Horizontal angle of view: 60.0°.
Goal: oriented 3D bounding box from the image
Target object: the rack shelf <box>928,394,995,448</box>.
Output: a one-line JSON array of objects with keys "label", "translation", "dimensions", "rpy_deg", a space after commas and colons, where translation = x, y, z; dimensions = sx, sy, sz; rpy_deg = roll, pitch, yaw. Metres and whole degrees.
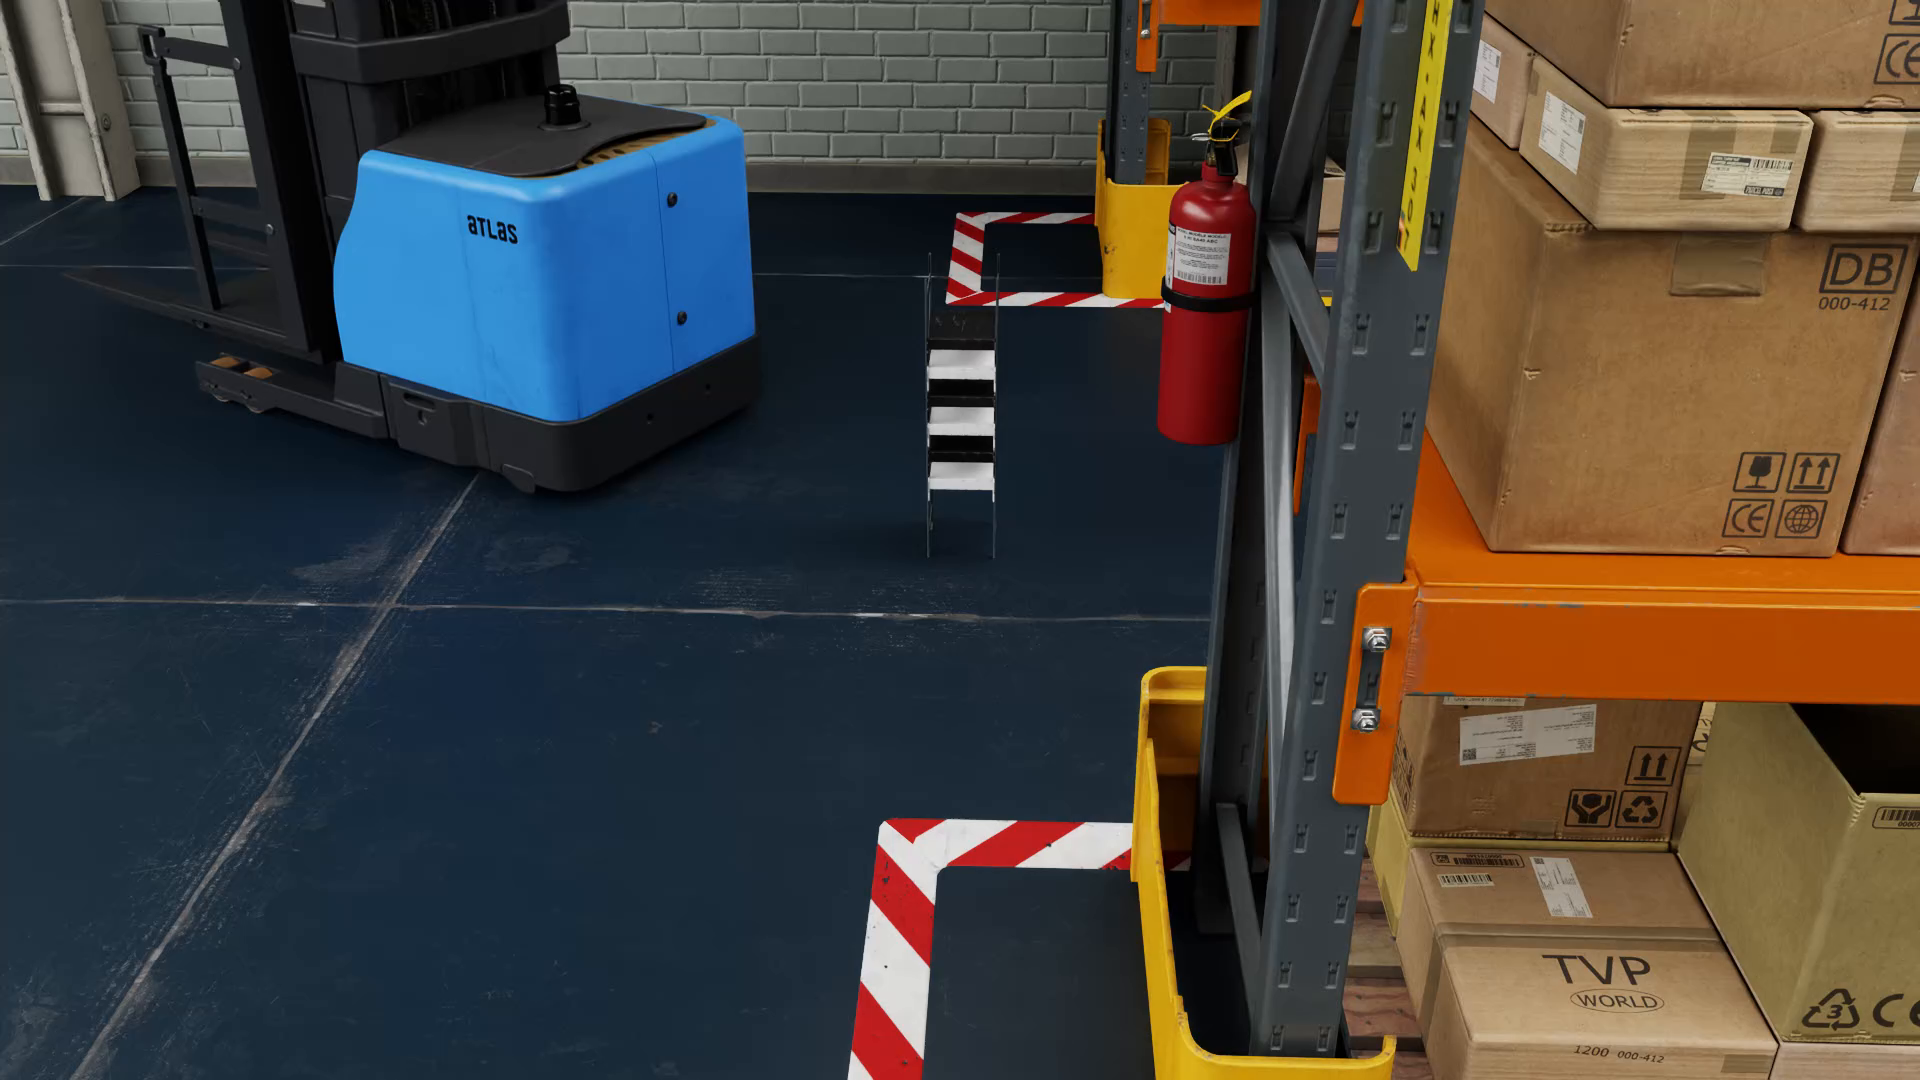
[{"label": "rack shelf", "translation": [0.008, -0.368, 5.055], "dimensions": [0.200, 0.077, 0.258], "rpy_deg": [1, 28, 2]}]

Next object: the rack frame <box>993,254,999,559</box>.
[{"label": "rack frame", "translation": [0.110, -0.396, 5.036], "dimensions": [0.006, 0.900, 0.240], "rpy_deg": [1, 28, 2]}]

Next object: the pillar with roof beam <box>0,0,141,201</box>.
[{"label": "pillar with roof beam", "translation": [-4.676, -3.776, 2.765], "dimensions": [0.400, 9.000, 9.100], "rpy_deg": [1, 28, 2]}]

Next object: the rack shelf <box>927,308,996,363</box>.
[{"label": "rack shelf", "translation": [0.008, -0.607, 4.928], "dimensions": [0.200, 0.077, 0.258], "rpy_deg": [1, 28, 2]}]

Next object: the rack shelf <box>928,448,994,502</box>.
[{"label": "rack shelf", "translation": [0.008, -0.209, 5.139], "dimensions": [0.200, 0.077, 0.258], "rpy_deg": [1, 28, 2]}]

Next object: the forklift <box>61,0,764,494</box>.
[{"label": "forklift", "translation": [-2.243, -1.953, 5.806], "dimensions": [3.031, 2.935, 1.130], "rpy_deg": [16, 32, 28]}]

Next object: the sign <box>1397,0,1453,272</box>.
[{"label": "sign", "translation": [0.546, -0.487, 1.957], "dimensions": [0.005, 0.325, 0.100], "rpy_deg": [1, 28, 2]}]

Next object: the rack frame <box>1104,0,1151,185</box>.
[{"label": "rack frame", "translation": [0.742, -2.648, 7.042], "dimensions": [0.127, 3.000, 1.000], "rpy_deg": [1, 28, 2]}]

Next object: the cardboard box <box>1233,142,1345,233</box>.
[{"label": "cardboard box", "translation": [1.431, -1.601, 7.468], "dimensions": [0.500, 0.311, 0.500], "rpy_deg": [-2, 28, -4]}]

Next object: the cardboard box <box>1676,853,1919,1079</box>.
[{"label": "cardboard box", "translation": [1.599, 0.820, 2.988], "dimensions": [0.500, 0.250, 0.500], "rpy_deg": [1, 28, 2]}]

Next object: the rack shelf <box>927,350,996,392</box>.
[{"label": "rack shelf", "translation": [0.008, -0.527, 4.970], "dimensions": [0.200, 0.077, 0.258], "rpy_deg": [1, 28, 2]}]

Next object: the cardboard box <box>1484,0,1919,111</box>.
[{"label": "cardboard box", "translation": [1.090, -0.932, 2.313], "dimensions": [0.500, 0.500, 0.700], "rpy_deg": [1, 28, 2]}]

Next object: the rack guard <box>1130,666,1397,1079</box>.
[{"label": "rack guard", "translation": [0.547, 0.775, 3.254], "dimensions": [0.348, 0.500, 1.175], "rpy_deg": [1, 28, 2]}]

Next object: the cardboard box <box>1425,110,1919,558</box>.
[{"label": "cardboard box", "translation": [1.037, -0.360, 2.619], "dimensions": [0.500, 0.500, 0.700], "rpy_deg": [1, 28, 2]}]

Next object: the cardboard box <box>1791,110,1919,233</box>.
[{"label": "cardboard box", "translation": [1.220, -0.549, 2.285], "dimensions": [0.250, 0.149, 0.380], "rpy_deg": [0, 28, 0]}]

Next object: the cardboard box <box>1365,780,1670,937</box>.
[{"label": "cardboard box", "translation": [1.118, 0.571, 3.458], "dimensions": [0.500, 0.250, 0.500], "rpy_deg": [1, 28, 2]}]

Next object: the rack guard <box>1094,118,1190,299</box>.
[{"label": "rack guard", "translation": [0.818, -1.542, 7.625], "dimensions": [0.348, 0.500, 1.175], "rpy_deg": [1, 28, 2]}]

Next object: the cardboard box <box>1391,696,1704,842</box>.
[{"label": "cardboard box", "translation": [1.118, 0.238, 3.284], "dimensions": [0.500, 0.500, 0.500], "rpy_deg": [1, 28, 2]}]

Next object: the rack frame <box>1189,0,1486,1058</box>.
[{"label": "rack frame", "translation": [0.571, -0.329, 2.668], "dimensions": [0.127, 3.000, 1.000], "rpy_deg": [1, 28, 2]}]

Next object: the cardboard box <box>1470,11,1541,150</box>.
[{"label": "cardboard box", "translation": [0.960, -0.743, 2.649], "dimensions": [0.250, 0.149, 0.380], "rpy_deg": [0, 28, 1]}]

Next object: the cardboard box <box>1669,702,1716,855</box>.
[{"label": "cardboard box", "translation": [1.618, 0.573, 3.453], "dimensions": [0.500, 0.250, 0.500], "rpy_deg": [1, 28, 2]}]

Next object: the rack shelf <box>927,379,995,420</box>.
[{"label": "rack shelf", "translation": [0.008, -0.448, 5.012], "dimensions": [0.200, 0.077, 0.258], "rpy_deg": [1, 28, 2]}]

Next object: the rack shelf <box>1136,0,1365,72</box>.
[{"label": "rack shelf", "translation": [2.741, -2.297, 7.148], "dimensions": [4.000, 0.370, 1.077], "rpy_deg": [1, 28, 2]}]

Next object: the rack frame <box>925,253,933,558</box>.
[{"label": "rack frame", "translation": [-0.093, -0.399, 5.042], "dimensions": [0.006, 0.900, 0.240], "rpy_deg": [1, 28, 2]}]

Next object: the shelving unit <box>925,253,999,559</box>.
[{"label": "shelving unit", "translation": [0.008, -0.397, 5.039], "dimensions": [0.210, 0.900, 0.258], "rpy_deg": [1, 28, 2]}]

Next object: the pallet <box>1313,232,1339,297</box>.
[{"label": "pallet", "translation": [1.629, -1.385, 7.637], "dimensions": [1.213, 0.211, 1.003], "rpy_deg": [1, 28, 2]}]

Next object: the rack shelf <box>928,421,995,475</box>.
[{"label": "rack shelf", "translation": [0.008, -0.288, 5.097], "dimensions": [0.200, 0.077, 0.258], "rpy_deg": [1, 28, 2]}]

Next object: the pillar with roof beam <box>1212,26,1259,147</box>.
[{"label": "pillar with roof beam", "translation": [1.320, -3.677, 2.578], "dimensions": [0.400, 9.000, 9.100], "rpy_deg": [1, 28, 2]}]

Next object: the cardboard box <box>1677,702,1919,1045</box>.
[{"label": "cardboard box", "translation": [1.599, 0.489, 2.811], "dimensions": [0.500, 0.500, 0.500], "rpy_deg": [1, 28, 2]}]

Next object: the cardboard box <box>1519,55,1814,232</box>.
[{"label": "cardboard box", "translation": [0.956, -0.553, 2.290], "dimensions": [0.250, 0.149, 0.380], "rpy_deg": [1, 28, 1]}]

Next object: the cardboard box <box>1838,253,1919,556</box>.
[{"label": "cardboard box", "translation": [1.562, -0.353, 2.607], "dimensions": [0.500, 0.500, 0.700], "rpy_deg": [2, 28, 3]}]

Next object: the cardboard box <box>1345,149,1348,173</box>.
[{"label": "cardboard box", "translation": [2.000, -1.591, 7.450], "dimensions": [0.500, 0.311, 0.500], "rpy_deg": [3, 28, 6]}]

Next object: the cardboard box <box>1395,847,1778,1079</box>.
[{"label": "cardboard box", "translation": [1.099, 0.813, 3.001], "dimensions": [0.500, 0.250, 0.500], "rpy_deg": [1, 28, 2]}]

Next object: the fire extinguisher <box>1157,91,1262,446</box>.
[{"label": "fire extinguisher", "translation": [0.469, -0.514, 3.100], "dimensions": [0.183, 0.674, 0.296], "rpy_deg": [1, 28, 2]}]

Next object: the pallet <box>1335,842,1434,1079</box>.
[{"label": "pallet", "translation": [1.337, 0.896, 3.334], "dimensions": [1.213, 0.211, 1.003], "rpy_deg": [1, 28, 2]}]

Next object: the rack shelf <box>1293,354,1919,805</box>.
[{"label": "rack shelf", "translation": [2.570, 0.022, 2.774], "dimensions": [4.000, 0.370, 1.077], "rpy_deg": [1, 28, 2]}]
